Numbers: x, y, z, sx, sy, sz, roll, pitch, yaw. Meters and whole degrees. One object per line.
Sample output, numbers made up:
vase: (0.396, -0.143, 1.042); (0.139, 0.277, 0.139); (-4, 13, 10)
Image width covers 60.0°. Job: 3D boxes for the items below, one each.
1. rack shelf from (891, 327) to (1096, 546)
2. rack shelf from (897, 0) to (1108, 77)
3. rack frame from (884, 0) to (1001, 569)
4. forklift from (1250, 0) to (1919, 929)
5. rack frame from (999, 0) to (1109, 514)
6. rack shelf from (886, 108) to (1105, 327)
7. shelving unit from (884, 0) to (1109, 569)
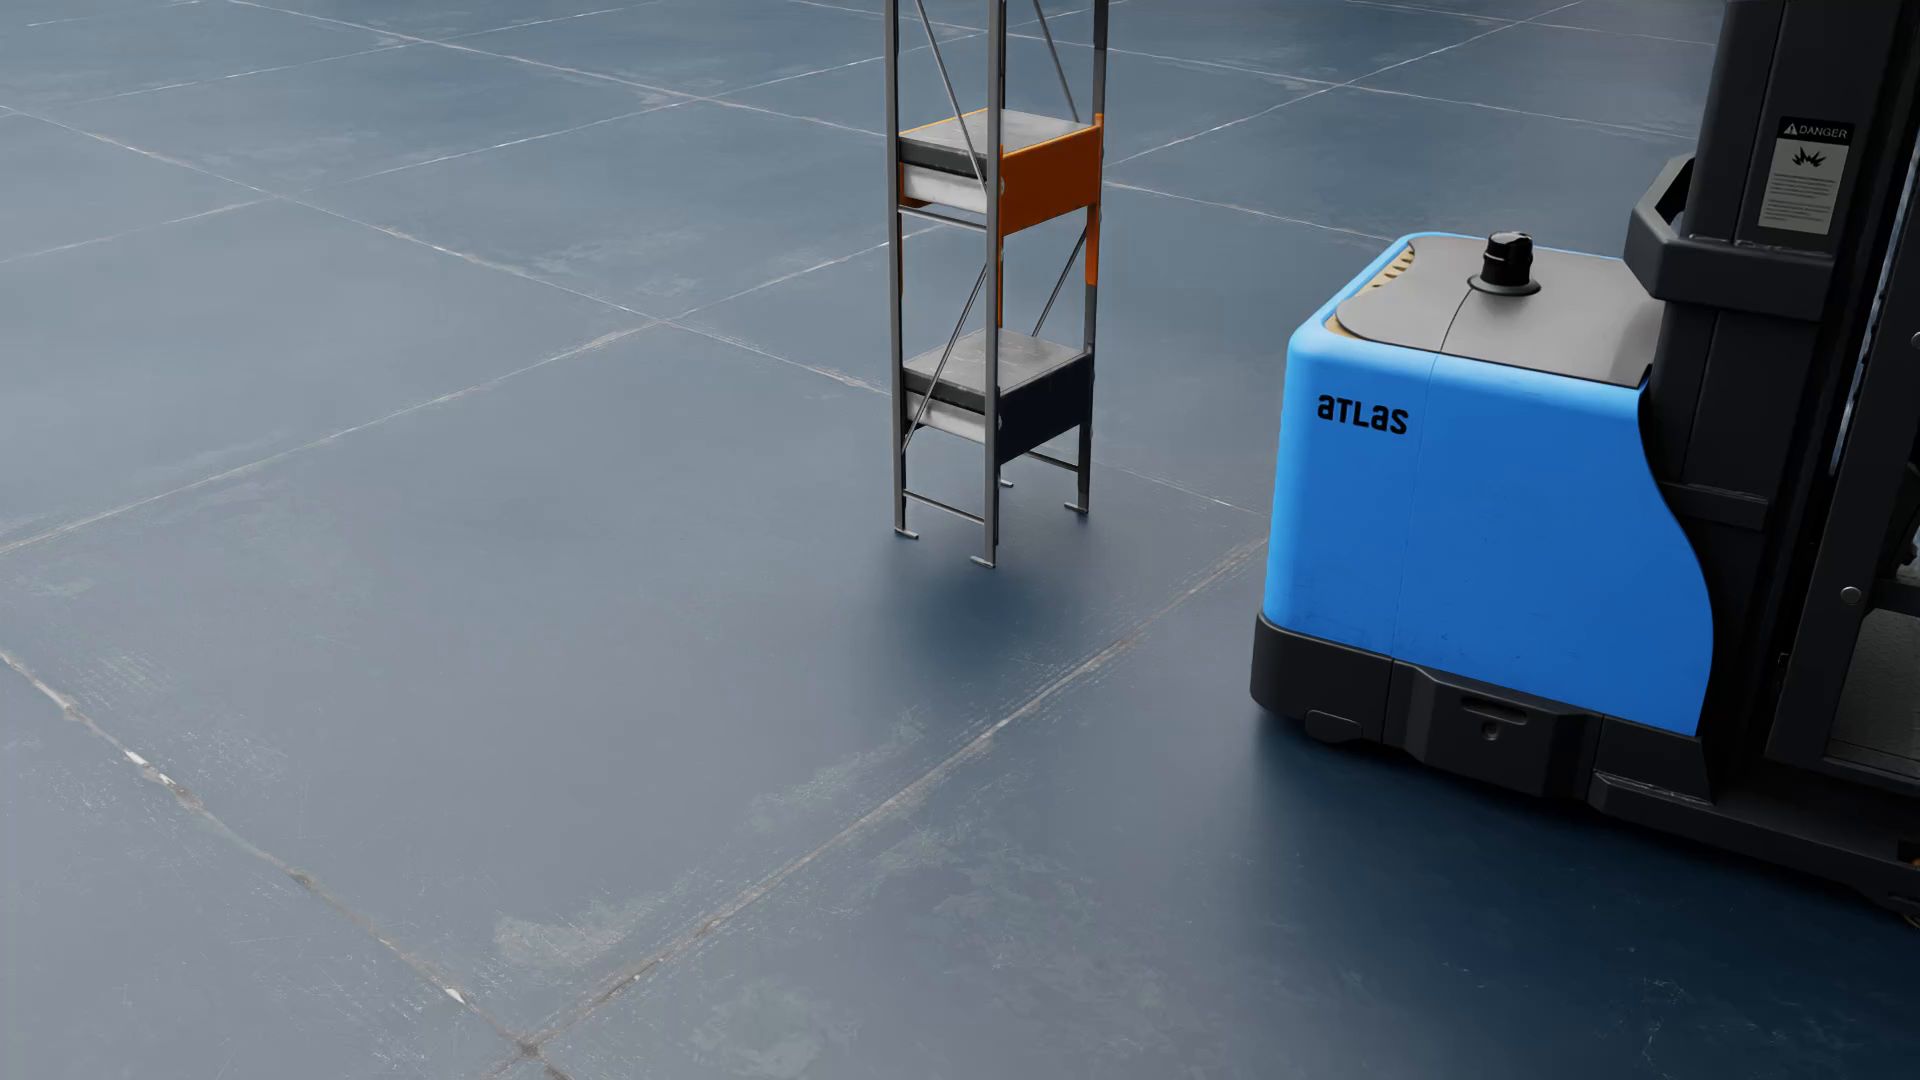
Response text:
rack shelf: (0.105, -0.357, 5.209); (0.431, 0.518, 0.480); (21, 34, 34)
rack shelf: (0.105, -1.601, 4.566); (0.431, 0.518, 0.480); (21, 34, 34)
rack frame: (-0.050, -0.905, 4.714); (0.400, 2.100, 0.015); (21, 34, 34)
forklift: (2.290, -0.684, 3.382); (3.031, 2.935, 1.130); (15, 31, 26)
rack frame: (0.261, -1.078, 5.048); (0.400, 2.100, 0.015); (21, 34, 34)
rack shelf: (0.105, -0.979, 4.887); (0.431, 0.518, 0.480); (21, 34, 34)
shelving unit: (0.105, -0.991, 4.881); (0.431, 2.100, 0.503); (21, 34, 34)
